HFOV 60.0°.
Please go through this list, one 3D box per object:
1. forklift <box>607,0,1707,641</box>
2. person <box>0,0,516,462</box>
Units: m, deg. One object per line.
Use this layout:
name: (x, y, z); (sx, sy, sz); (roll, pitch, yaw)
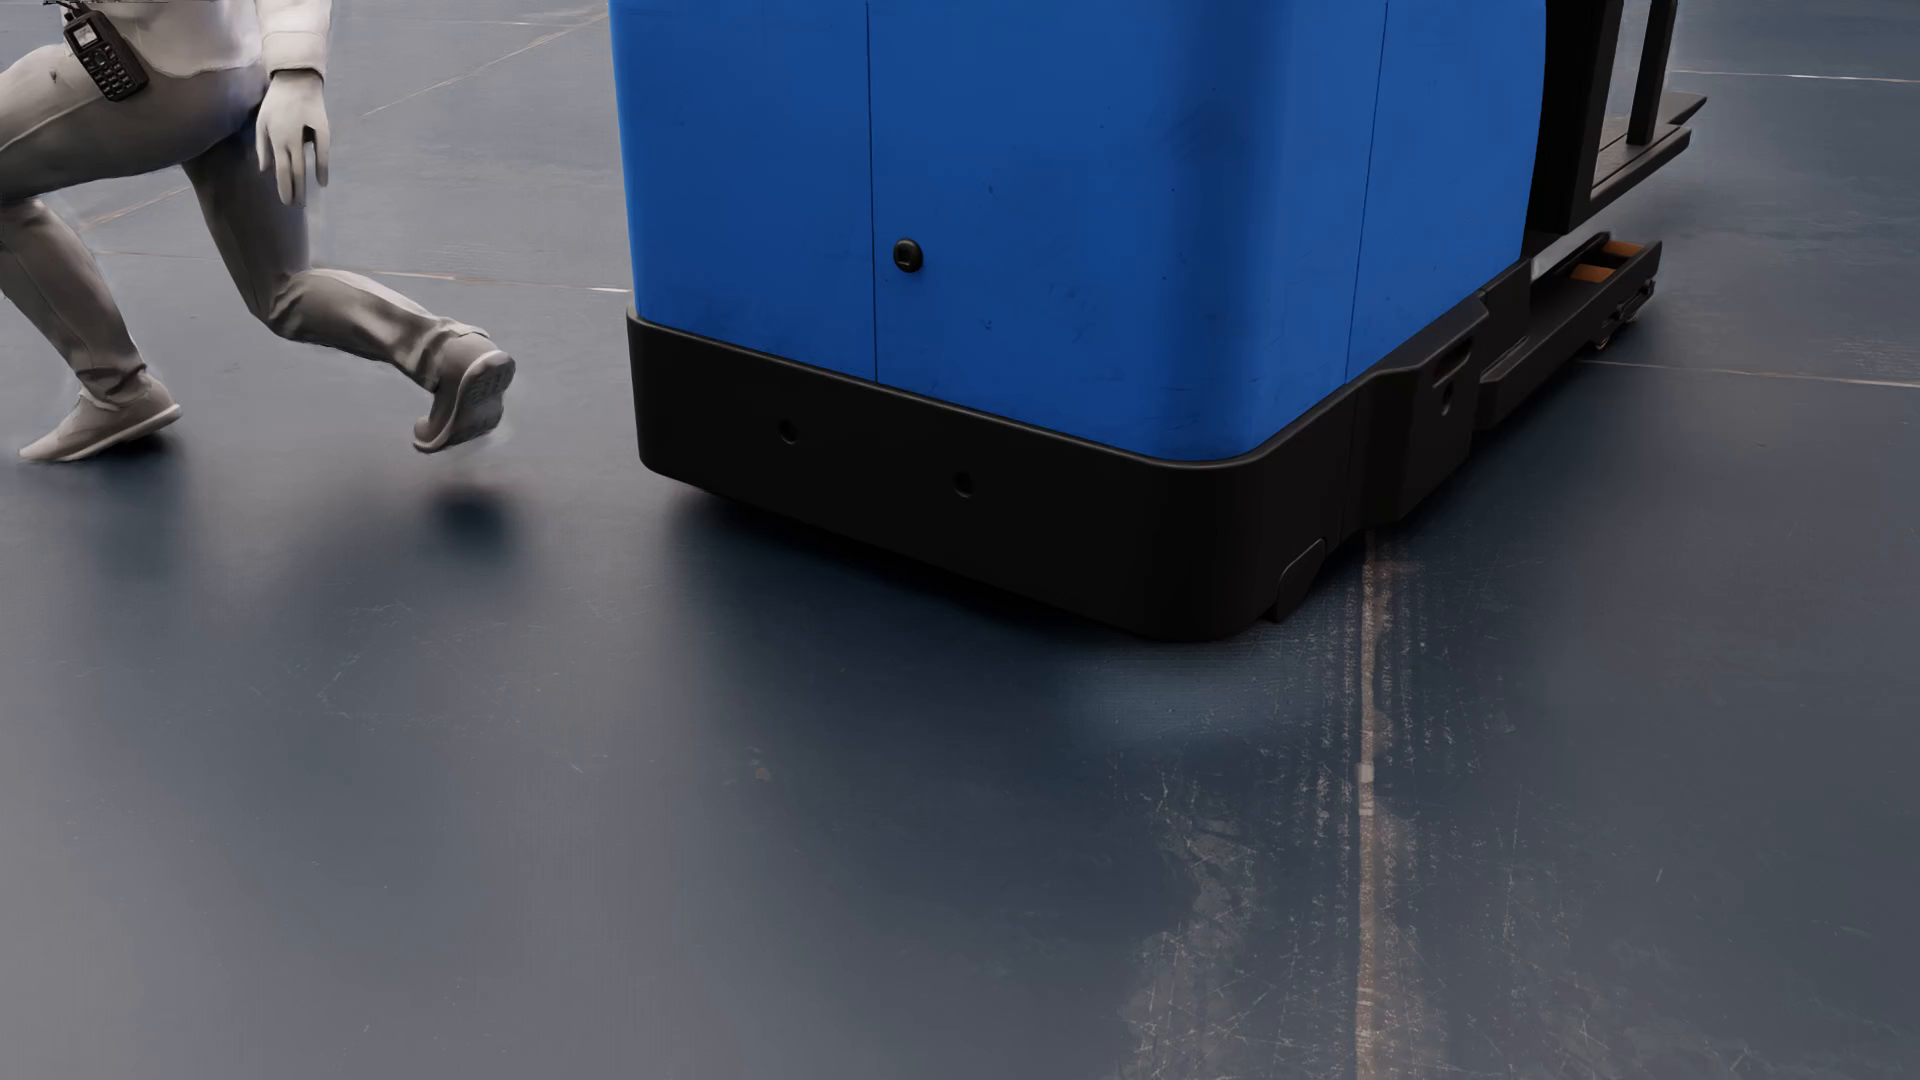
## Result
forklift: (0.763, -1.789, 2.793); (1.130, 2.935, 3.031); (18, 32, 31)
person: (-1.146, -0.686, 2.372); (0.918, 1.439, 0.670); (0, 27, 1)
